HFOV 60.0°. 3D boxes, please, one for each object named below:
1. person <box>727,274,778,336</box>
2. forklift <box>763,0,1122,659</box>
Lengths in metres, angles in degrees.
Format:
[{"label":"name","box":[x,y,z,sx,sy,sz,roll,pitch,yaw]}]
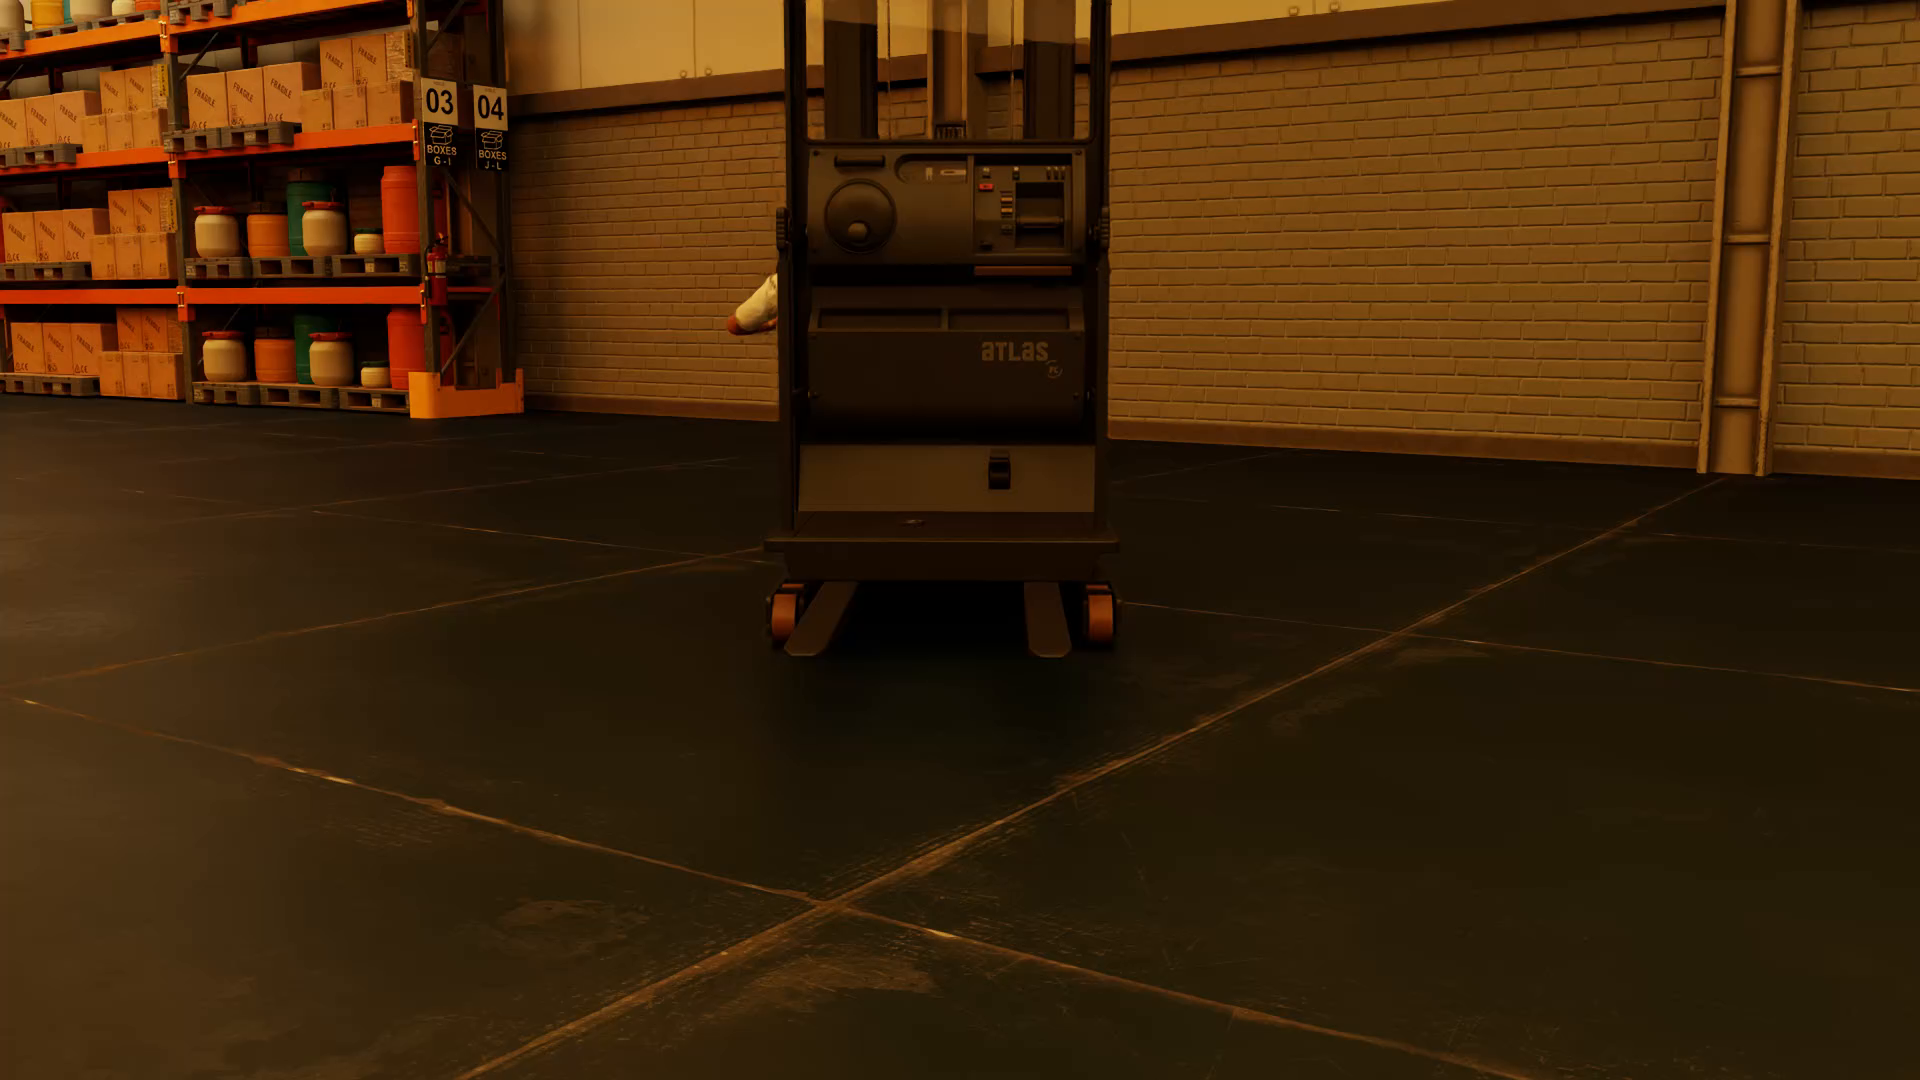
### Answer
[{"label":"person","box":[-0.522,-0.695,7.440,0.921,1.434,0.881,-5,9,-29]},{"label":"forklift","box":[-0.047,-1.162,5.363,1.130,2.935,3.031,0,8,1]}]
